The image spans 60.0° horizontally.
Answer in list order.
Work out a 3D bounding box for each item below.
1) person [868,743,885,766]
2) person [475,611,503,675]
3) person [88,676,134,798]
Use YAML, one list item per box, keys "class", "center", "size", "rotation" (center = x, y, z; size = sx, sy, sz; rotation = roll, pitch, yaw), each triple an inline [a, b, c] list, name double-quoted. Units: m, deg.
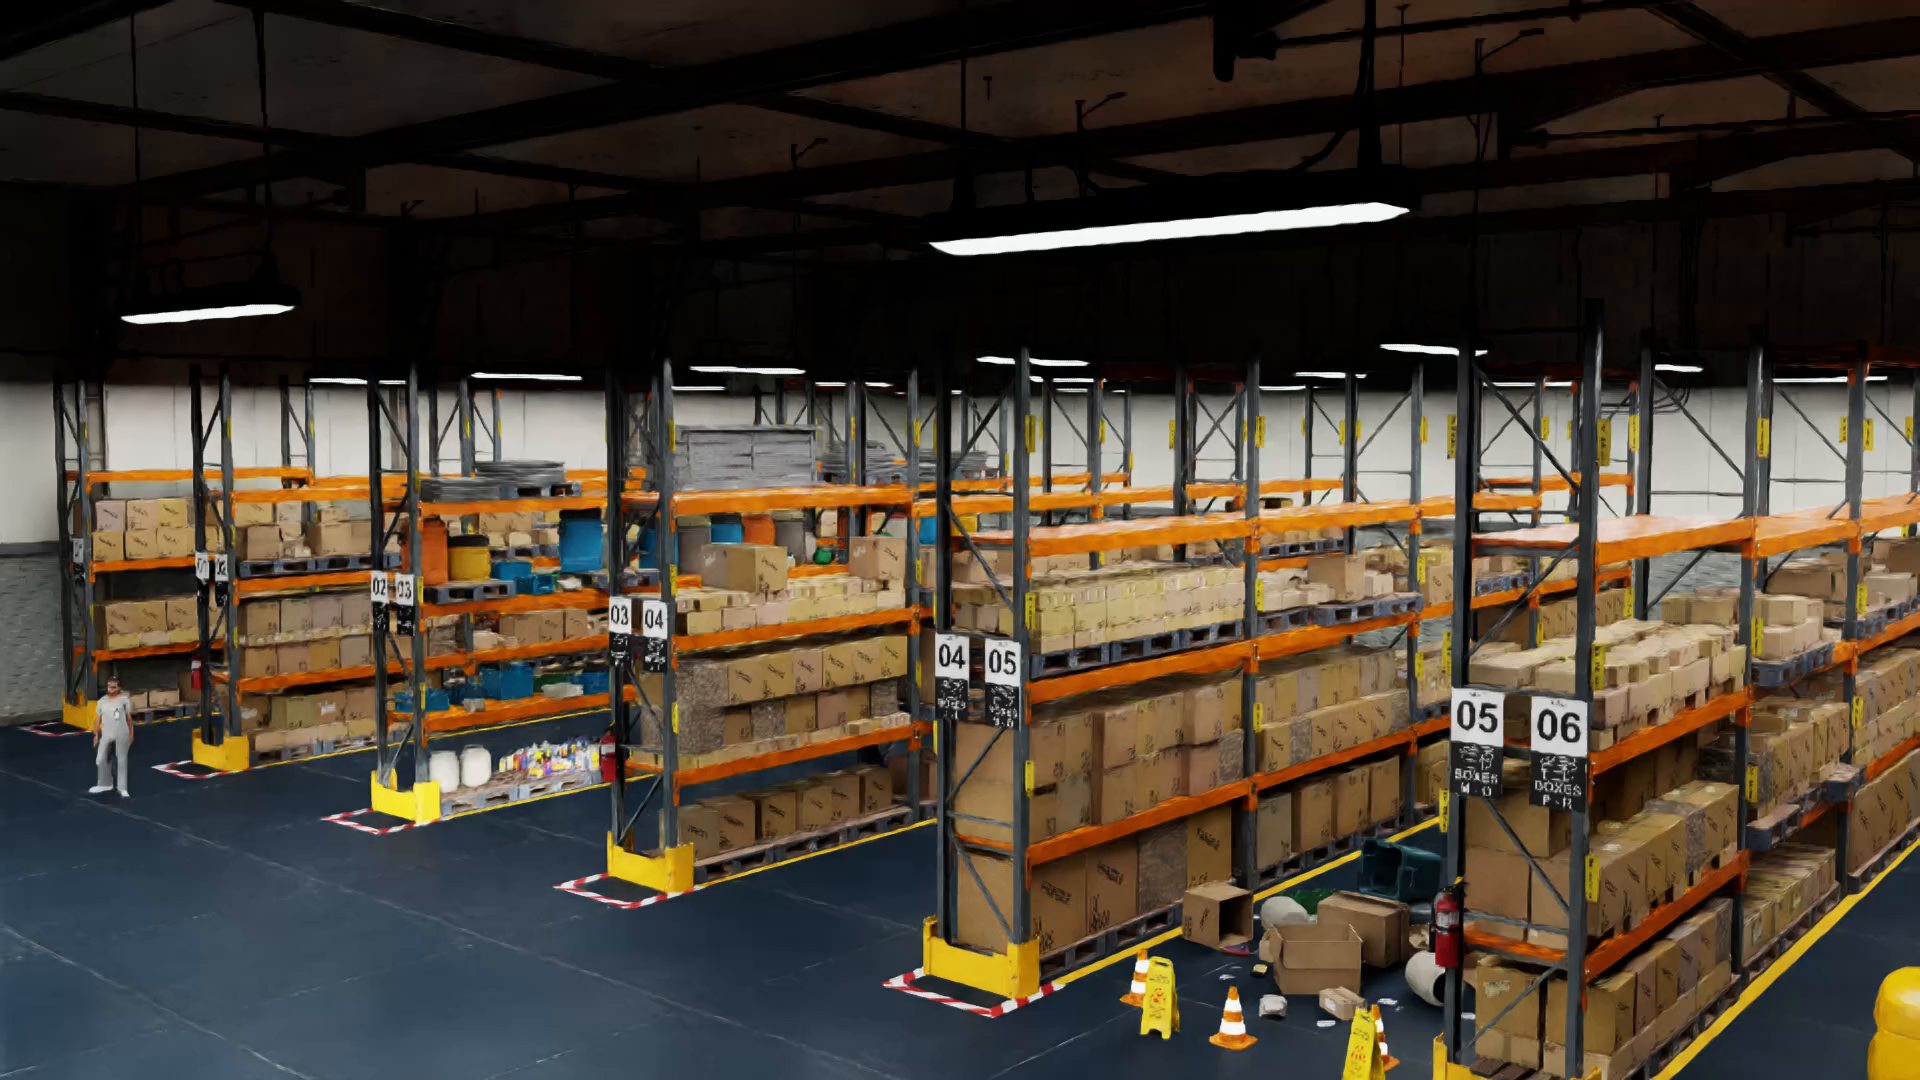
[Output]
- class: "person"
  center: [-1.264, 2.686, 23.450]
  size: [0.828, 1.583, 0.628]
  rotation: [-4, 6, -44]
- class: "person"
  center: [-8.763, 2.083, 30.701]
  size: [0.598, 1.698, 1.193]
  rotation: [4, 6, 42]
- class: "person"
  center: [-11.711, 2.691, 22.850]
  size: [0.643, 1.662, 0.467]
  rotation: [0, 4, -6]
